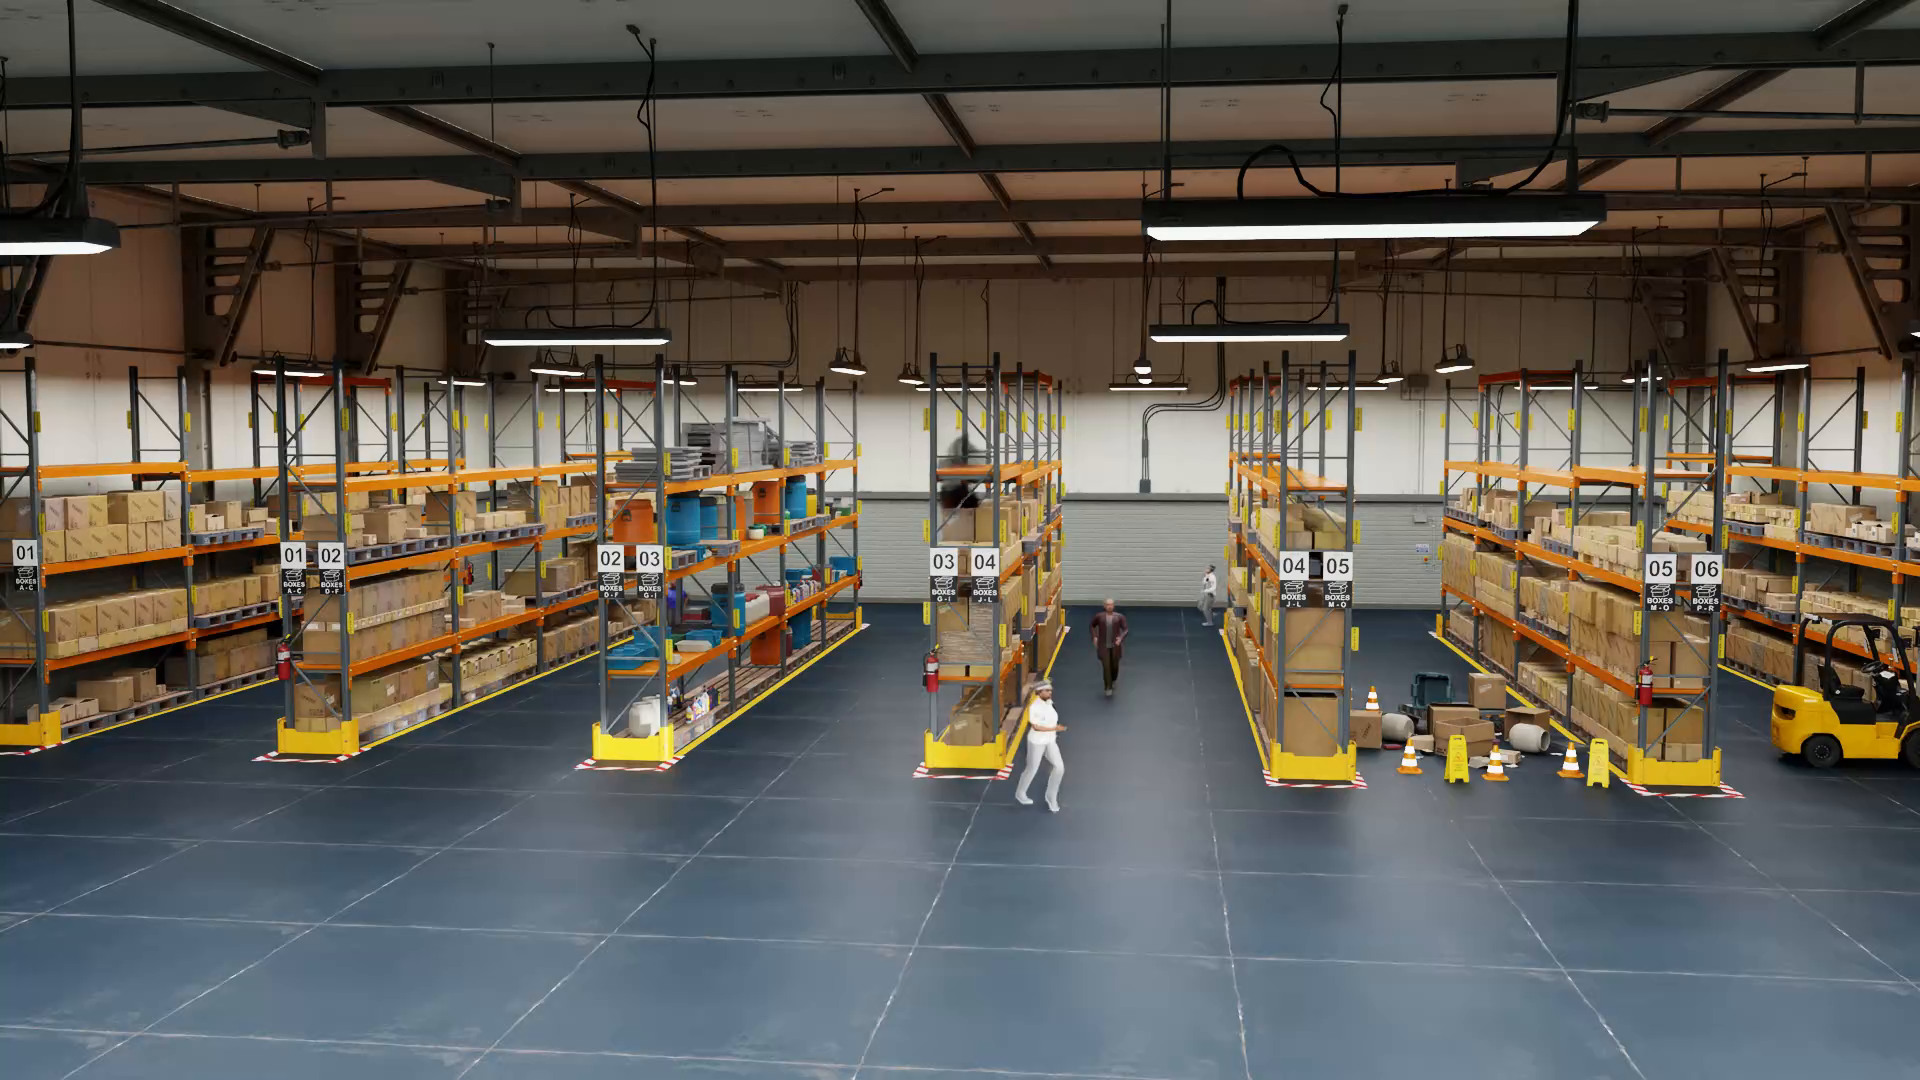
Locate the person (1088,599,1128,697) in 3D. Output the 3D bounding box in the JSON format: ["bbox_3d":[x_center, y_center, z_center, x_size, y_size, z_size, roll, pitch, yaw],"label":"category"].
[{"bbox_3d":[2.730,1.956,30.585,0.732,1.757,0.834,0,4,2],"label":"person"}]

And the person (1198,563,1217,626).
[{"bbox_3d":[6.091,1.336,40.612,0.533,1.584,0.687,-1,4,-12],"label":"person"}]

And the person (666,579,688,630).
[{"bbox_3d":[-6.196,1.689,36.053,0.558,1.584,0.667,0,4,-1],"label":"person"}]

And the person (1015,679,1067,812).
[{"bbox_3d":[1.060,2.649,21.451,0.825,1.744,0.531,4,6,44],"label":"person"}]
